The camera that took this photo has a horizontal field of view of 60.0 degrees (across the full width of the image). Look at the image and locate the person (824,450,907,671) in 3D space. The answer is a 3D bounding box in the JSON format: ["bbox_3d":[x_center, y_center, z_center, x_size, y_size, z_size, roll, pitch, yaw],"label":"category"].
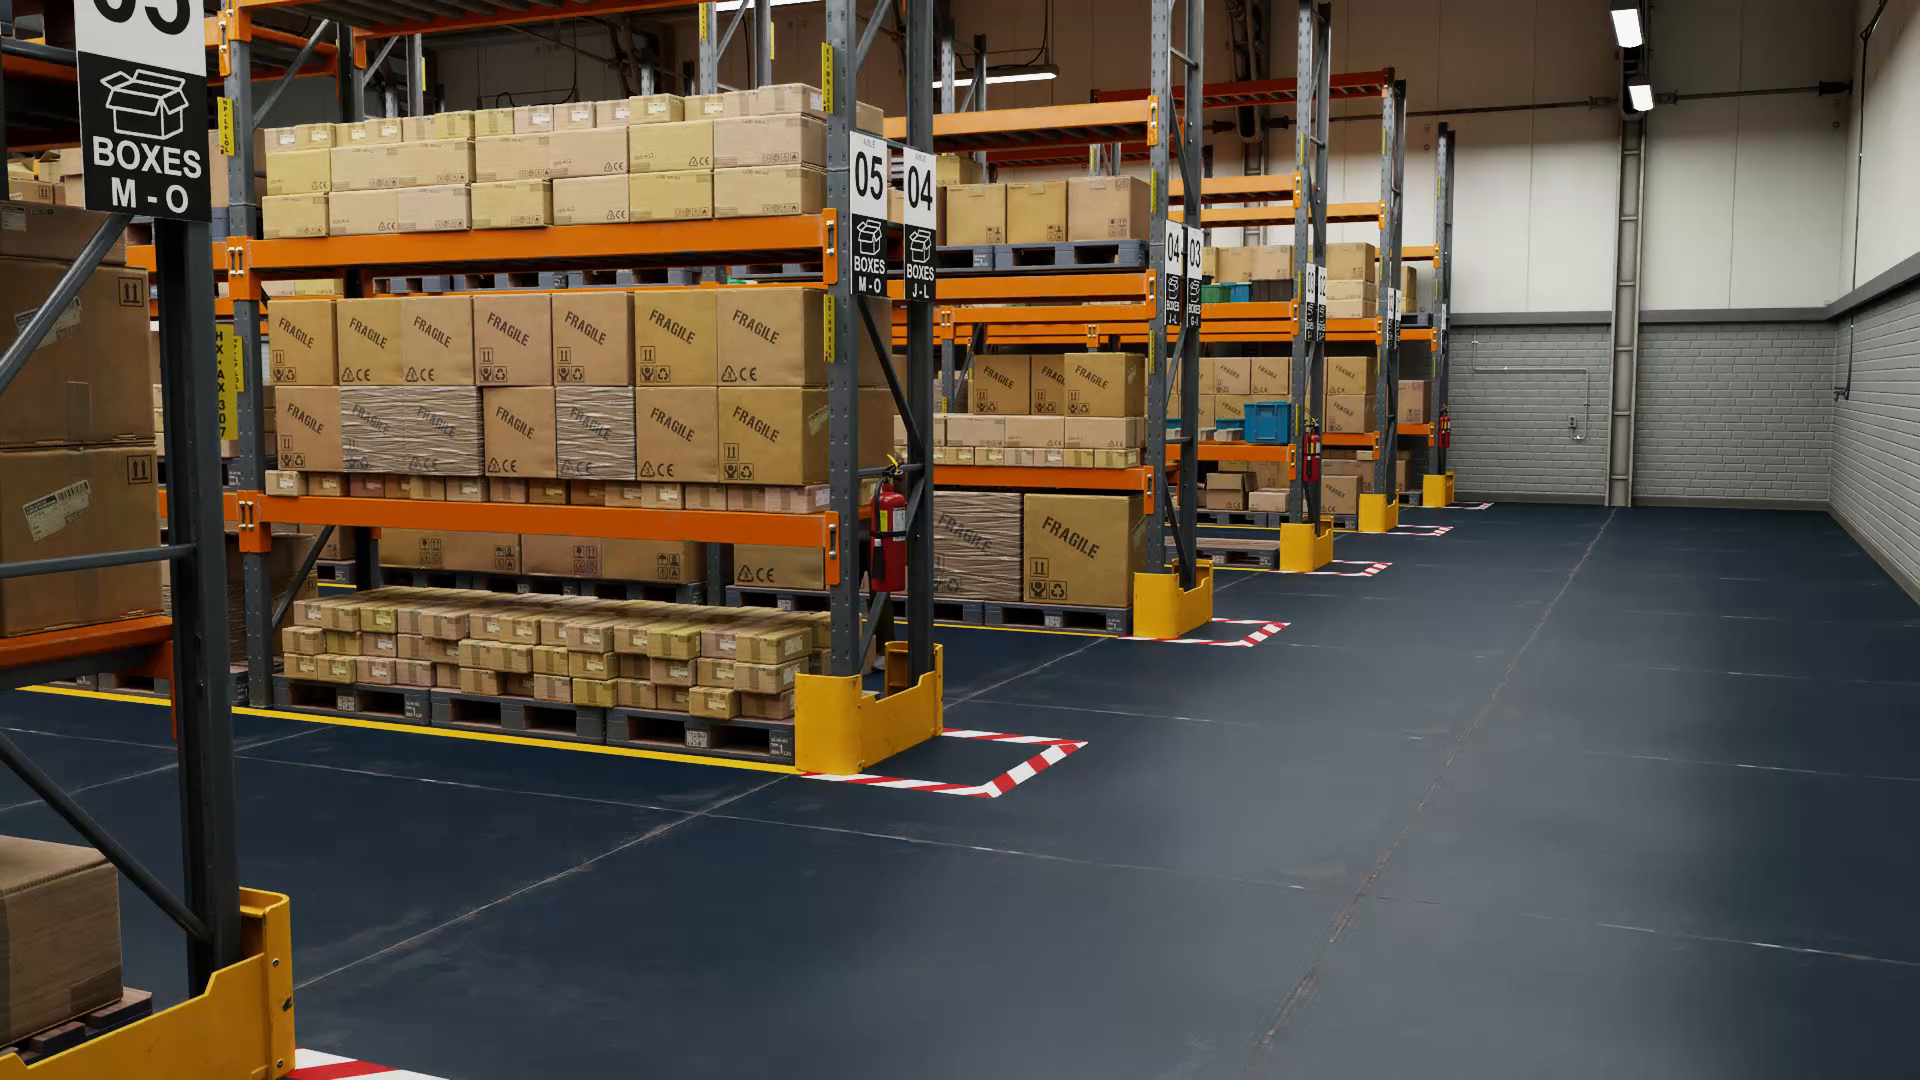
[{"bbox_3d":[-0.641,0.001,11.463,0.654,1.774,0.415,2,6,22],"label":"person"}]
